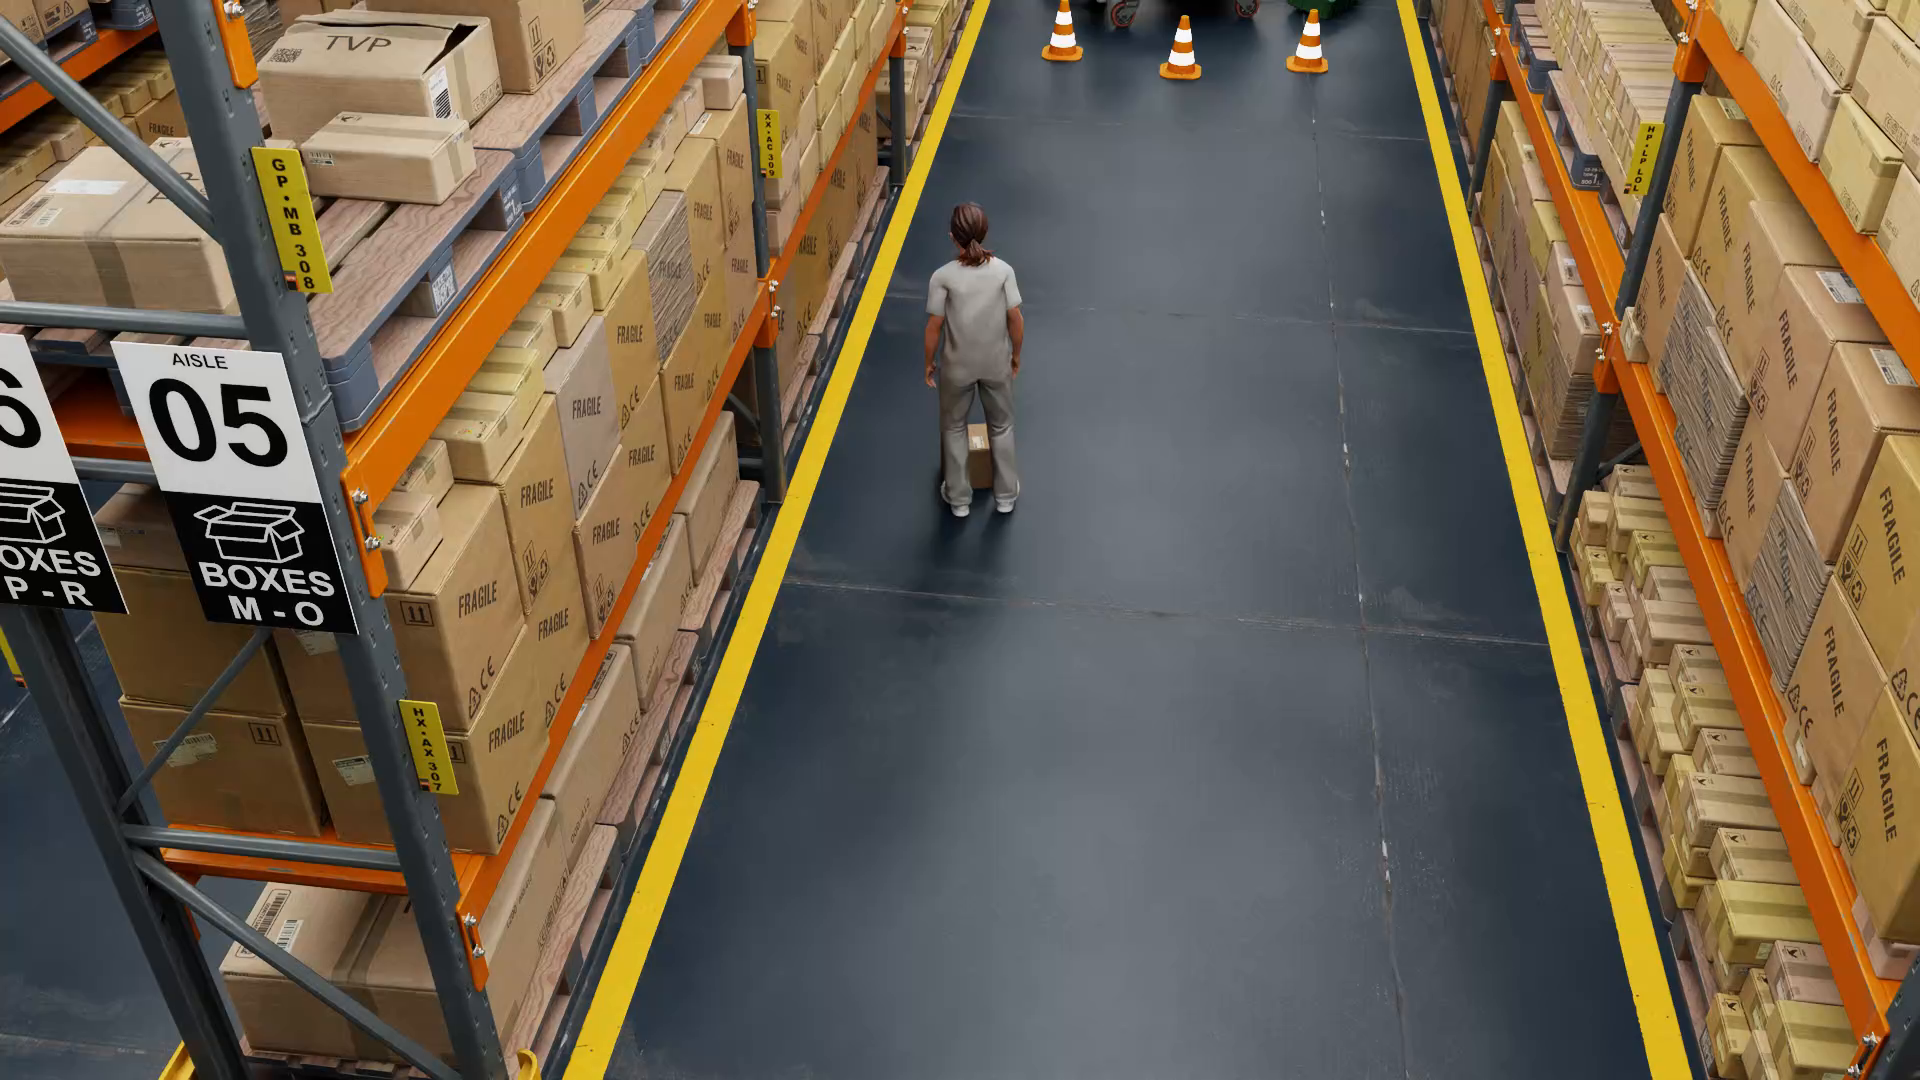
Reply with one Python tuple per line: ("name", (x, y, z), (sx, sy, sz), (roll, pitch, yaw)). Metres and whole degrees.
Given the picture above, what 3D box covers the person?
("person", (0.076, -0.868, 8.224), (0.516, 1.672, 0.357), (-5, 37, -7))
